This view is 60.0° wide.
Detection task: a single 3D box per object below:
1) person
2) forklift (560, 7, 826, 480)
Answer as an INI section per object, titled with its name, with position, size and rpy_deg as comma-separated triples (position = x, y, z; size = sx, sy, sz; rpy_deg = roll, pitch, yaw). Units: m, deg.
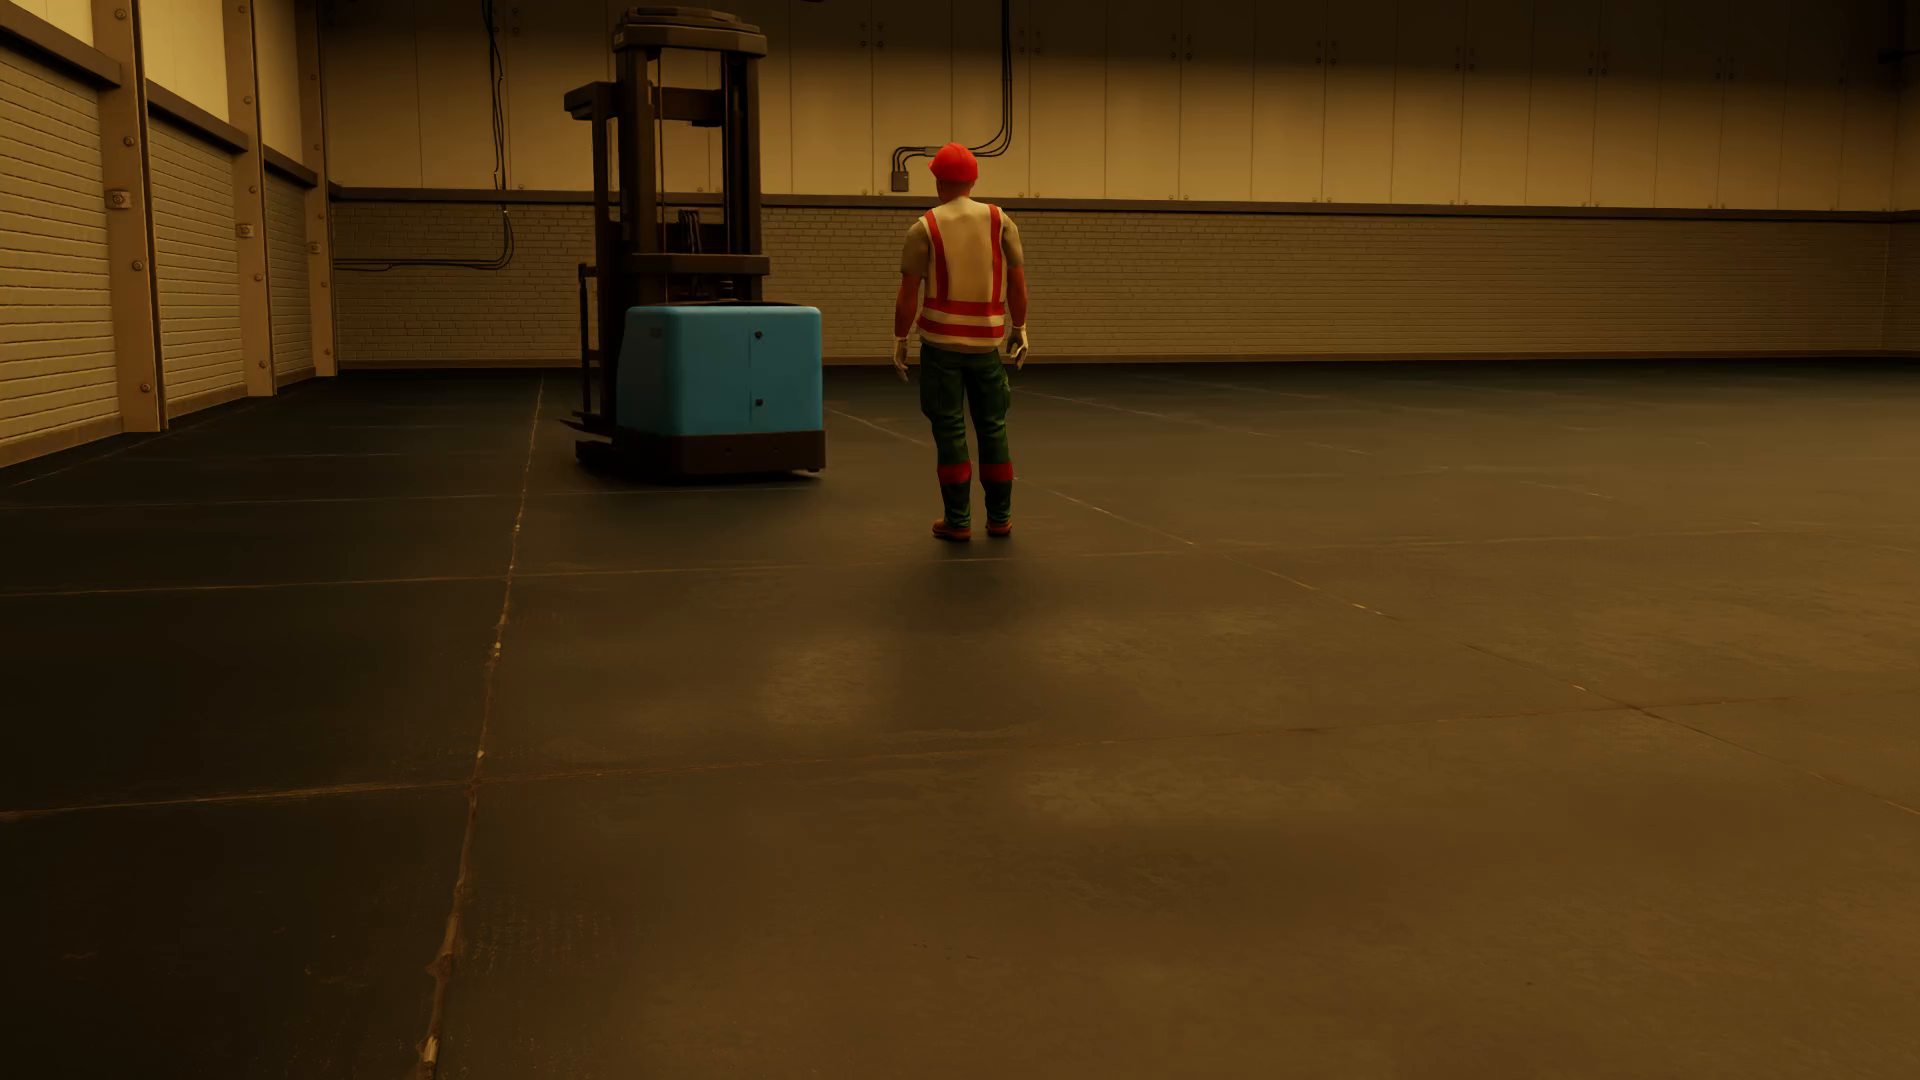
[person]
position = -0.006, -0.905, 7.662
size = 0.637, 1.787, 0.564
rpy_deg = -2, 8, -13
[forklift]
position = -1.995, -1.977, 11.251
size = 1.130, 2.935, 3.031
rpy_deg = -4, 9, -29
